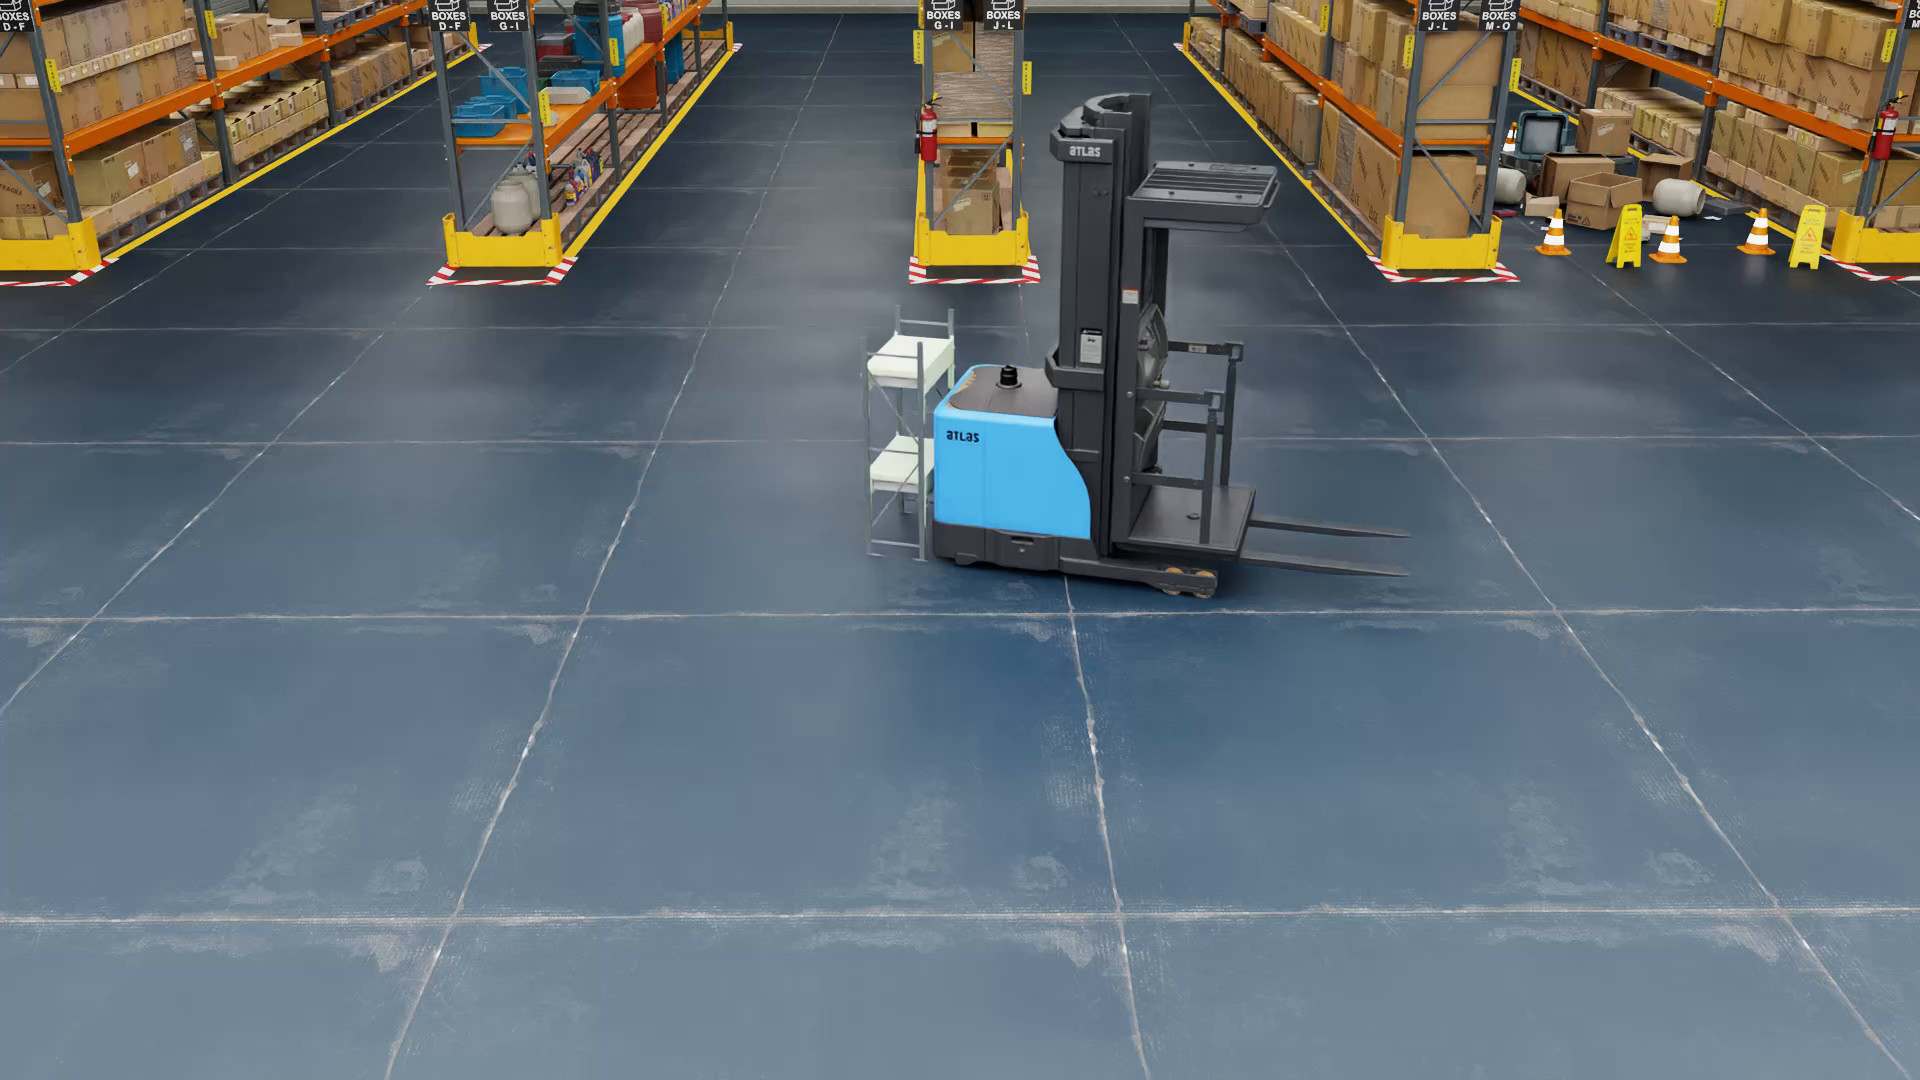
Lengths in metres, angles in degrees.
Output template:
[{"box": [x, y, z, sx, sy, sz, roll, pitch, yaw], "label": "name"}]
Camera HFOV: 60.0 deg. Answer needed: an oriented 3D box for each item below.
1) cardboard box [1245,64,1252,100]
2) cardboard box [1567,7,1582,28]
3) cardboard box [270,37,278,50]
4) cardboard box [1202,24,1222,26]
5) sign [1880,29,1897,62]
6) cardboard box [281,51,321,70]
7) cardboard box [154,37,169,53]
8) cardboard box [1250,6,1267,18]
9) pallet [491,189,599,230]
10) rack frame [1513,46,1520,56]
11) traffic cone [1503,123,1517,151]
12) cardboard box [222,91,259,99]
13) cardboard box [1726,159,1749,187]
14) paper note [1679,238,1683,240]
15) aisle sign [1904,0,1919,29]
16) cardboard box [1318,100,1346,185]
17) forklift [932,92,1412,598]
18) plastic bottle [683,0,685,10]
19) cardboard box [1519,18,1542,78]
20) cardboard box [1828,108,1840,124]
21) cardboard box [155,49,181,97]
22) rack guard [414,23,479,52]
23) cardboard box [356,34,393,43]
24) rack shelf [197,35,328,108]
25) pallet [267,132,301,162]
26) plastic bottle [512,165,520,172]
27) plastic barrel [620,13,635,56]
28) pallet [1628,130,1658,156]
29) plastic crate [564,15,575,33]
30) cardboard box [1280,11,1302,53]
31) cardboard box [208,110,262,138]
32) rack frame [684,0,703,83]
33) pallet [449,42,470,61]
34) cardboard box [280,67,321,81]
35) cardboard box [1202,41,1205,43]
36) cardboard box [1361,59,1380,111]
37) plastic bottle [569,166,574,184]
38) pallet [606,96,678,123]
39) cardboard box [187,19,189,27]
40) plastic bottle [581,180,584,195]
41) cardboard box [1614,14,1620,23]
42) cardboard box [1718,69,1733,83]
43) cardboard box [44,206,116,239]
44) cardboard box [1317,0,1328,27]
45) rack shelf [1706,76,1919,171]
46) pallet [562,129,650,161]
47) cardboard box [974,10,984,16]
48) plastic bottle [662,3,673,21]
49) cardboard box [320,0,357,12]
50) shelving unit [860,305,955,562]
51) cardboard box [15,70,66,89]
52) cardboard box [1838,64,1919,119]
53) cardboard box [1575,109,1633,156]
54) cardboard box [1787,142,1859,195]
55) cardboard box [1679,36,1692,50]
[{"box": [4.739, -7.145, 25.931, 0.500, 0.500, 0.500, 1, 24, 2], "label": "cardboard box"}, {"box": [9.671, -8.022, 25.528, 0.500, 0.250, 0.500, 0, 24, 0], "label": "cardboard box"}, {"box": [-9.787, -6.945, 23.271, 0.380, 0.149, 0.250, 2, 24, 3], "label": "cardboard box"}, {"box": [4.665, -9.417, 30.660, 0.380, 0.149, 0.250, 1, 24, 2], "label": "cardboard box"}, {"box": [9.490, -5.053, 16.994, 0.100, 0.325, 0.005, 0, 24, -1], "label": "sign"}, {"box": [-10.107, -7.395, 25.551, 0.500, 0.250, 0.500, 1, 24, 1], "label": "cardboard box"}, {"box": [-9.587, -5.849, 19.633, 0.380, 0.149, 0.250, 0, 24, -1], "label": "cardboard box"}, {"box": [4.544, -7.886, 24.843, 0.380, 0.149, 0.250, 0, 24, 0], "label": "cardboard box"}, {"box": [-4.879, -3.906, 19.630, 1.003, 0.211, 1.213, 0, 24, -1], "label": "pallet"}, {"box": [9.914, -9.321, 28.218, 1.000, 3.000, 0.127, 0, 24, -1], "label": "rack frame"}, {"box": [7.585, -5.488, 22.822, 0.336, 0.463, 0.334, 0, 24, -1], "label": "traffic cone"}, {"box": [-10.128, -6.135, 23.321, 0.500, 0.311, 0.500, -1, 24, -2], "label": "cardboard box"}, {"box": [9.755, -4.498, 20.383, 0.500, 0.250, 0.500, 1, 24, 2], "label": "cardboard box"}, {"box": [8.044, -3.404, 18.738, 0.148, 0.019, 0.142, -9, 26, -19], "label": "paper note"}, {"box": [9.756, -5.533, 16.690, 0.394, 0.787, 0.004, 0, 24, -1], "label": "aisle sign"}, {"box": [4.990, -4.924, 20.566, 0.875, 0.875, 0.875, 0, 24, 0], "label": "cardboard box"}, {"box": [1.392, -1.214, 10.377, 3.031, 2.935, 1.130, 6, 25, 14], "label": "forklift"}, {"box": [-4.616, -8.886, 27.407, 0.152, 0.276, 0.135, 0, 24, -1], "label": "plastic bottle"}, {"box": [10.001, -8.289, 28.005, 0.875, 0.875, 0.875, 0, 24, 1], "label": "cardboard box"}, {"box": [9.732, -4.624, 18.139, 0.380, 0.149, 0.250, -1, 24, -1], "label": "cardboard box"}, {"box": [-9.790, -5.582, 19.831, 0.700, 0.500, 0.500, -1, 24, -1], "label": "cardboard box"}, {"box": [-9.944, -9.711, 32.115, 1.175, 0.500, 0.348, 0, 24, -1], "label": "rack guard"}, {"box": [-10.191, -8.528, 28.965, 0.500, 0.500, 0.500, 0, 24, -1], "label": "cardboard box"}, {"box": [-9.836, -6.433, 22.706, 1.077, 0.370, 4.000, 0, 24, -1], "label": "rack shelf"}, {"box": [-9.877, -5.473, 23.096, 1.003, 0.211, 1.213, 0, 24, -1], "label": "pallet"}, {"box": [-5.258, -4.287, 19.769, 0.144, 0.351, 0.185, 1, 24, 2], "label": "plastic bottle"}, {"box": [-4.665, -6.895, 22.690, 0.433, 0.535, 0.433, 0, 24, 0], "label": "plastic barrel"}, {"box": [9.975, -5.578, 23.328, 1.003, 0.211, 1.213, 0, 24, -1], "label": "pallet"}, {"box": [-5.193, -6.967, 22.938, 0.402, 0.464, 0.583, 0, 24, -1], "label": "plastic crate"}, {"box": [4.757, -7.050, 23.078, 0.500, 0.500, 0.500, 0, 24, -1], "label": "cardboard box"}, {"box": [-9.569, -5.508, 21.936, 0.500, 0.311, 0.500, -1, 24, -1], "label": "cardboard box"}, {"box": [-4.948, -9.254, 28.070, 1.000, 3.000, 0.127, 0, 24, -1], "label": "rack frame"}, {"box": [-9.934, -9.251, 31.448, 1.003, 0.211, 1.213, 0, 24, -1], "label": "pallet"}, {"box": [-10.102, -7.031, 25.654, 0.500, 0.500, 0.500, 1, 24, 2], "label": "cardboard box"}, {"box": [4.693, -9.160, 30.812, 0.380, 0.149, 0.250, 0, 24, 0], "label": "cardboard box"}, {"box": [5.092, -5.209, 18.945, 0.875, 0.550, 0.500, 0, 24, -1], "label": "cardboard box"}, {"box": [-4.669, -4.376, 20.048, 0.061, 0.283, 0.133, 0, 24, -1], "label": "plastic bottle"}, {"box": [-4.955, -6.660, 25.719, 1.003, 0.211, 1.213, 0, 24, -1], "label": "pallet"}, {"box": [-14.785, -9.416, 30.952, 0.700, 0.500, 0.500, 0, 24, -1], "label": "cardboard box"}, {"box": [-4.531, -4.206, 19.772, 0.097, 0.201, 0.097, 0, 24, 0], "label": "plastic bottle"}, {"box": [9.775, -7.614, 24.241, 0.380, 0.149, 0.250, -2, 24, -4], "label": "cardboard box"}, {"box": [9.684, -5.778, 20.691, 0.380, 0.149, 0.250, 0, 24, -1], "label": "cardboard box"}, {"box": [-9.554, -3.449, 18.062, 0.500, 0.250, 0.500, 0, 24, -1], "label": "cardboard box"}, {"box": [5.034, -6.878, 21.482, 0.700, 0.500, 0.500, -1, 24, -1], "label": "cardboard box"}, {"box": [10.023, -4.872, 19.256, 1.077, 0.370, 4.000, 0, 24, -1], "label": "rack shelf"}, {"box": [-4.924, -5.514, 23.186, 1.003, 0.211, 1.213, 0, 24, -1], "label": "pallet"}, {"box": [0.404, -5.402, 17.858, 0.500, 0.500, 0.500, 0, 24, -1], "label": "cardboard box"}, {"box": [-4.601, -8.300, 26.113, 0.152, 0.276, 0.135, 0, 24, -1], "label": "plastic bottle"}, {"box": [-9.796, -8.458, 25.681, 0.700, 0.500, 0.500, 4, 25, 9], "label": "cardboard box"}, {"box": [-0.331, -0.712, 11.004, 0.431, 1.500, 0.755, 6, 25, 14], "label": "shelving unit"}, {"box": [-9.559, -4.792, 17.297, 0.380, 0.149, 0.250, 0, 24, -1], "label": "cardboard box"}, {"box": [9.764, -4.779, 17.695, 0.500, 0.500, 0.500, -1, 24, -1], "label": "cardboard box"}, {"box": [8.222, -5.210, 21.243, 0.500, 0.500, 0.500, 0, 24, -1], "label": "cardboard box"}, {"box": [9.766, -4.200, 18.813, 0.500, 0.500, 0.500, 1, 24, 1], "label": "cardboard box"}, {"box": [9.696, -6.527, 21.836, 0.380, 0.149, 0.250, -1, 24, -1], "label": "cardboard box"}]
